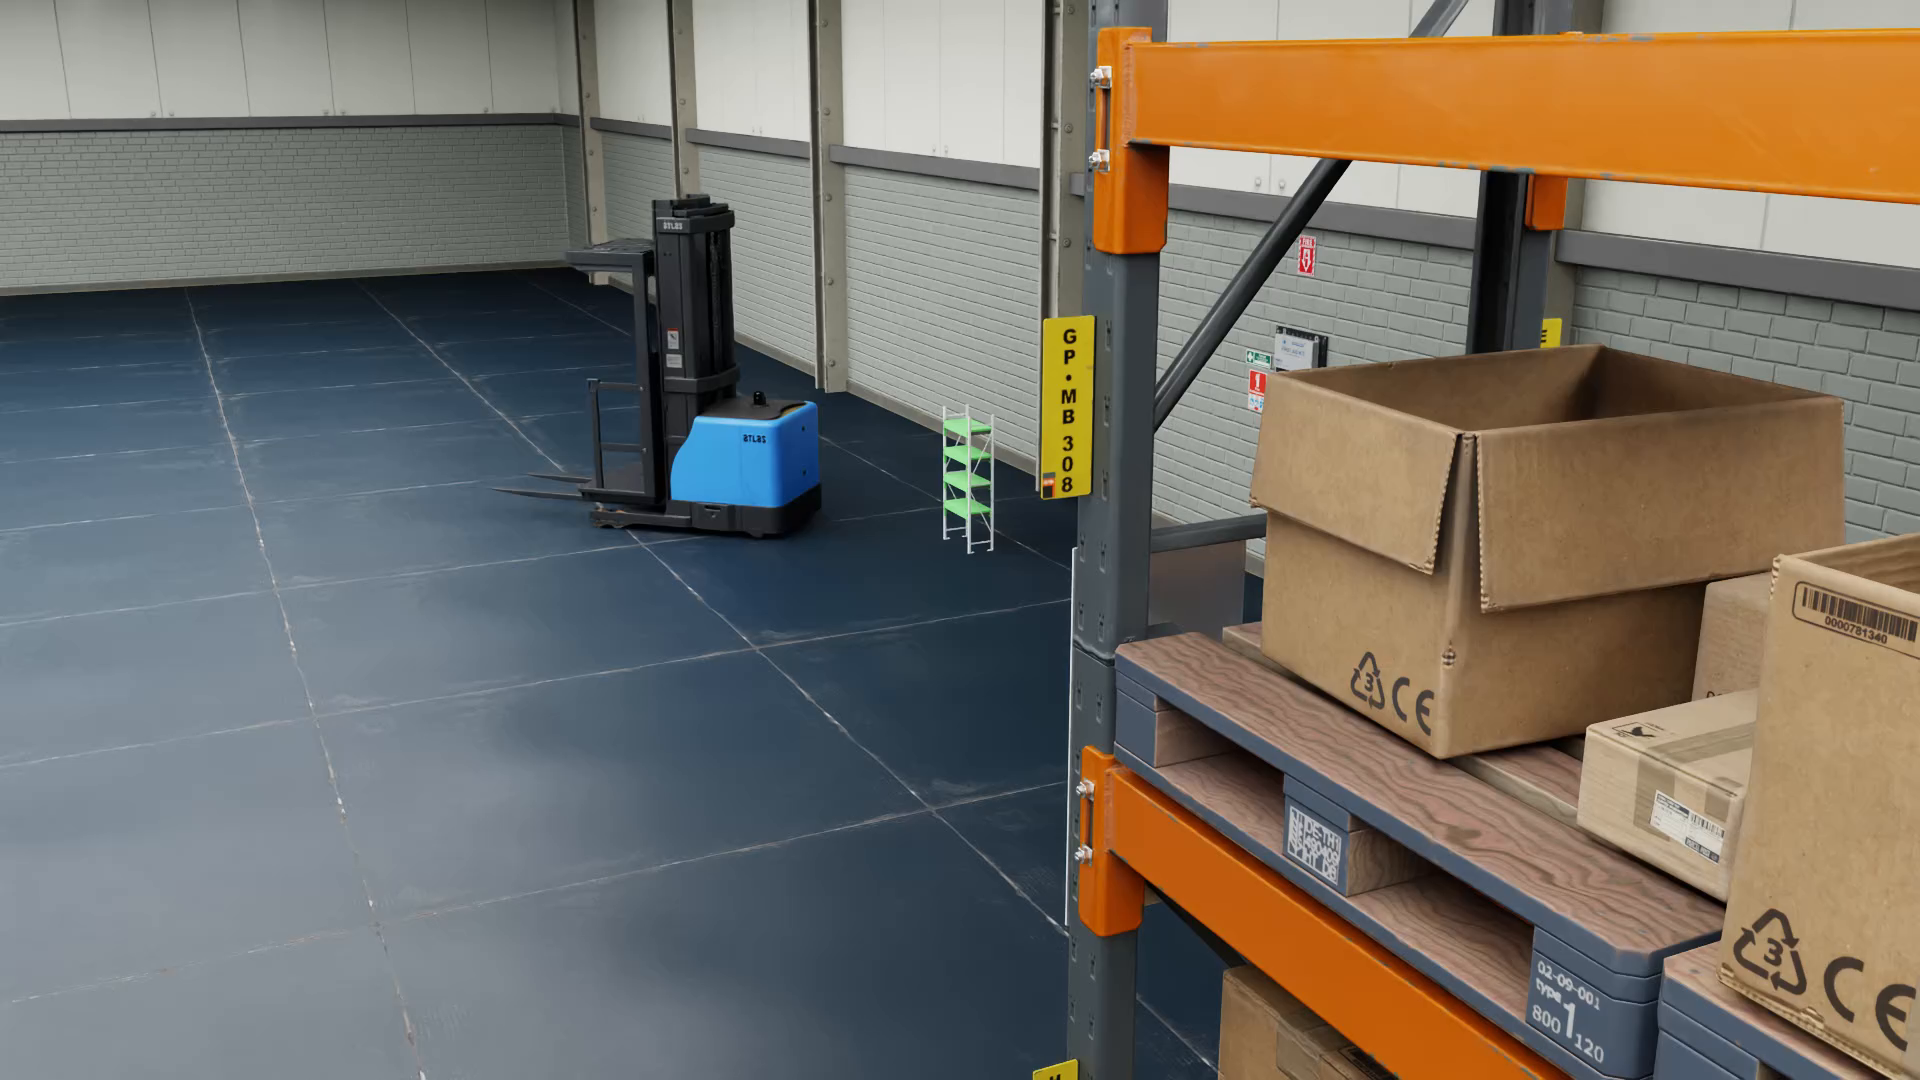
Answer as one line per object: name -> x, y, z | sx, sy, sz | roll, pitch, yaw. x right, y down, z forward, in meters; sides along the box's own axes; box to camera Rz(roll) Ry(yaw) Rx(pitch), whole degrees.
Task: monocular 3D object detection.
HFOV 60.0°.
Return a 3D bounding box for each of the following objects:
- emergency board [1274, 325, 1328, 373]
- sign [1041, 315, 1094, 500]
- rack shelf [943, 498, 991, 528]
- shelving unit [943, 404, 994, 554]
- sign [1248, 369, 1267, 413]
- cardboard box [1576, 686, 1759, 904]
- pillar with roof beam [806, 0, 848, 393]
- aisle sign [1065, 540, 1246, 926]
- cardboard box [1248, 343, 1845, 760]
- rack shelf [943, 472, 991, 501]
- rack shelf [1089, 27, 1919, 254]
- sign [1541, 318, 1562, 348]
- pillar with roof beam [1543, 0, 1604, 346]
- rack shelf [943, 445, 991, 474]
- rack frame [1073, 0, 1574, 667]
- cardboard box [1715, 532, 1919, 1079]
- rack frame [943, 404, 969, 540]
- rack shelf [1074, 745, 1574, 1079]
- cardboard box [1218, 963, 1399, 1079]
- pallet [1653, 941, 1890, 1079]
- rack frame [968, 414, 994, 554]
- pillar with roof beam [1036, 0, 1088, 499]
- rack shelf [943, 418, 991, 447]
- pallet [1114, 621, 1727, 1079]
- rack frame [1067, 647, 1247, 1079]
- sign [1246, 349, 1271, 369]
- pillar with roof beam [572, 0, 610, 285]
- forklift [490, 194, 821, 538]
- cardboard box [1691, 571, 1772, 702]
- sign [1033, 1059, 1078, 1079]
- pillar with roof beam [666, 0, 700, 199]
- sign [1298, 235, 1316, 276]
emergency board -> 2.552, -1.036, 12.924 | 0.194, 1.169, 0.643 | -8, 18, -25
sign -> 0.192, -0.235, 2.966 | 0.100, 0.325, 0.005 | -8, 18, -25
rack shelf -> 0.073, -0.244, 14.526 | 0.258, 0.148, 0.480 | -8, 18, -25
shelving unit -> 0.073, -0.536, 14.442 | 0.258, 1.200, 0.503 | -8, 18, -25
sign -> 2.402, -1.203, 13.440 | 0.001, 0.329, 0.234 | -8, 18, -25
cardboard box -> 1.050, 0.322, 2.192 | 0.380, 0.149, 0.250 | -8, 18, -25
pillar with roof beam -> -5.527, -5.758, 18.501 | 9.100, 9.000, 0.400 | -8, 18, -25
aisle sign -> 0.389, 0.370, 3.309 | 0.394, 0.787, 0.004 | -8, 18, -25
cardboard box -> 0.941, -0.018, 2.736 | 0.797, 0.503, 0.637 | -6, 17, -21
rack shelf -> 0.073, -0.474, 14.460 | 0.258, 0.148, 0.480 | -8, 18, -25
rack shelf -> 1.569, -0.250, 1.338 | 1.077, 0.370, 4.000 | -8, 18, -25
sign -> 1.187, -0.292, 3.431 | 0.100, 0.325, 0.005 | -8, 18, -25
pillar with roof beam -> -0.270, -2.782, 8.132 | 9.100, 9.000, 0.400 | -8, 18, -25
rack shelf -> 0.073, -0.705, 14.394 | 0.258, 0.148, 0.480 | -8, 18, -25
rack frame -> 0.693, -1.284, 2.912 | 1.000, 3.000, 0.127 | -8, 18, -25
cardboard box -> 1.175, 0.285, 1.685 | 0.500, 0.500, 0.500 | -8, 18, -25
rack frame -> -0.034, -0.596, 14.653 | 0.240, 1.200, 0.015 | -8, 18, -25
rack shelf -> 1.569, 0.999, 1.697 | 1.077, 0.370, 4.000 | -8, 18, -25
cardboard box -> 0.909, 1.058, 3.092 | 0.700, 0.500, 0.500 | -8, 18, -25
pallet -> 1.518, 0.681, 1.660 | 1.003, 0.211, 1.213 | -8, 18, -25
rack frame -> 0.179, -0.475, 14.231 | 0.240, 1.200, 0.015 | -8, 18, -25
pillar with roof beam -> -2.898, -4.270, 13.316 | 9.100, 9.000, 0.400 | -8, 18, -25
rack shelf -> 0.073, -0.936, 14.327 | 0.258, 0.148, 0.480 | -8, 18, -25
pallet -> 0.980, 0.378, 2.716 | 1.003, 0.211, 1.213 | -8, 18, -25
rack frame -> 0.693, 1.599, 3.739 | 1.000, 3.000, 0.127 | -8, 18, -25
sign -> 2.397, -1.456, 13.359 | 0.001, 0.109, 0.331 | -8, 18, -25
pillar with roof beam -> -10.784, -8.733, 28.869 | 9.100, 9.000, 0.400 | -8, 18, -25
forklift -> -2.870, -1.644, 15.167 | 3.031, 2.935, 1.130 | 5, 17, 16
cardboard box -> 1.435, 0.214, 2.385 | 0.500, 0.250, 0.500 | -8, 18, -25
sign -> 0.192, 1.211, 3.381 | 0.100, 0.325, 0.005 | -8, 18, -25
pillar with roof beam -> -8.155, -7.246, 23.685 | 9.100, 9.000, 0.400 | -8, 18, -25
sign -> 2.638, -2.165, 12.653 | 0.001, 0.298, 0.199 | -8, 18, -25
